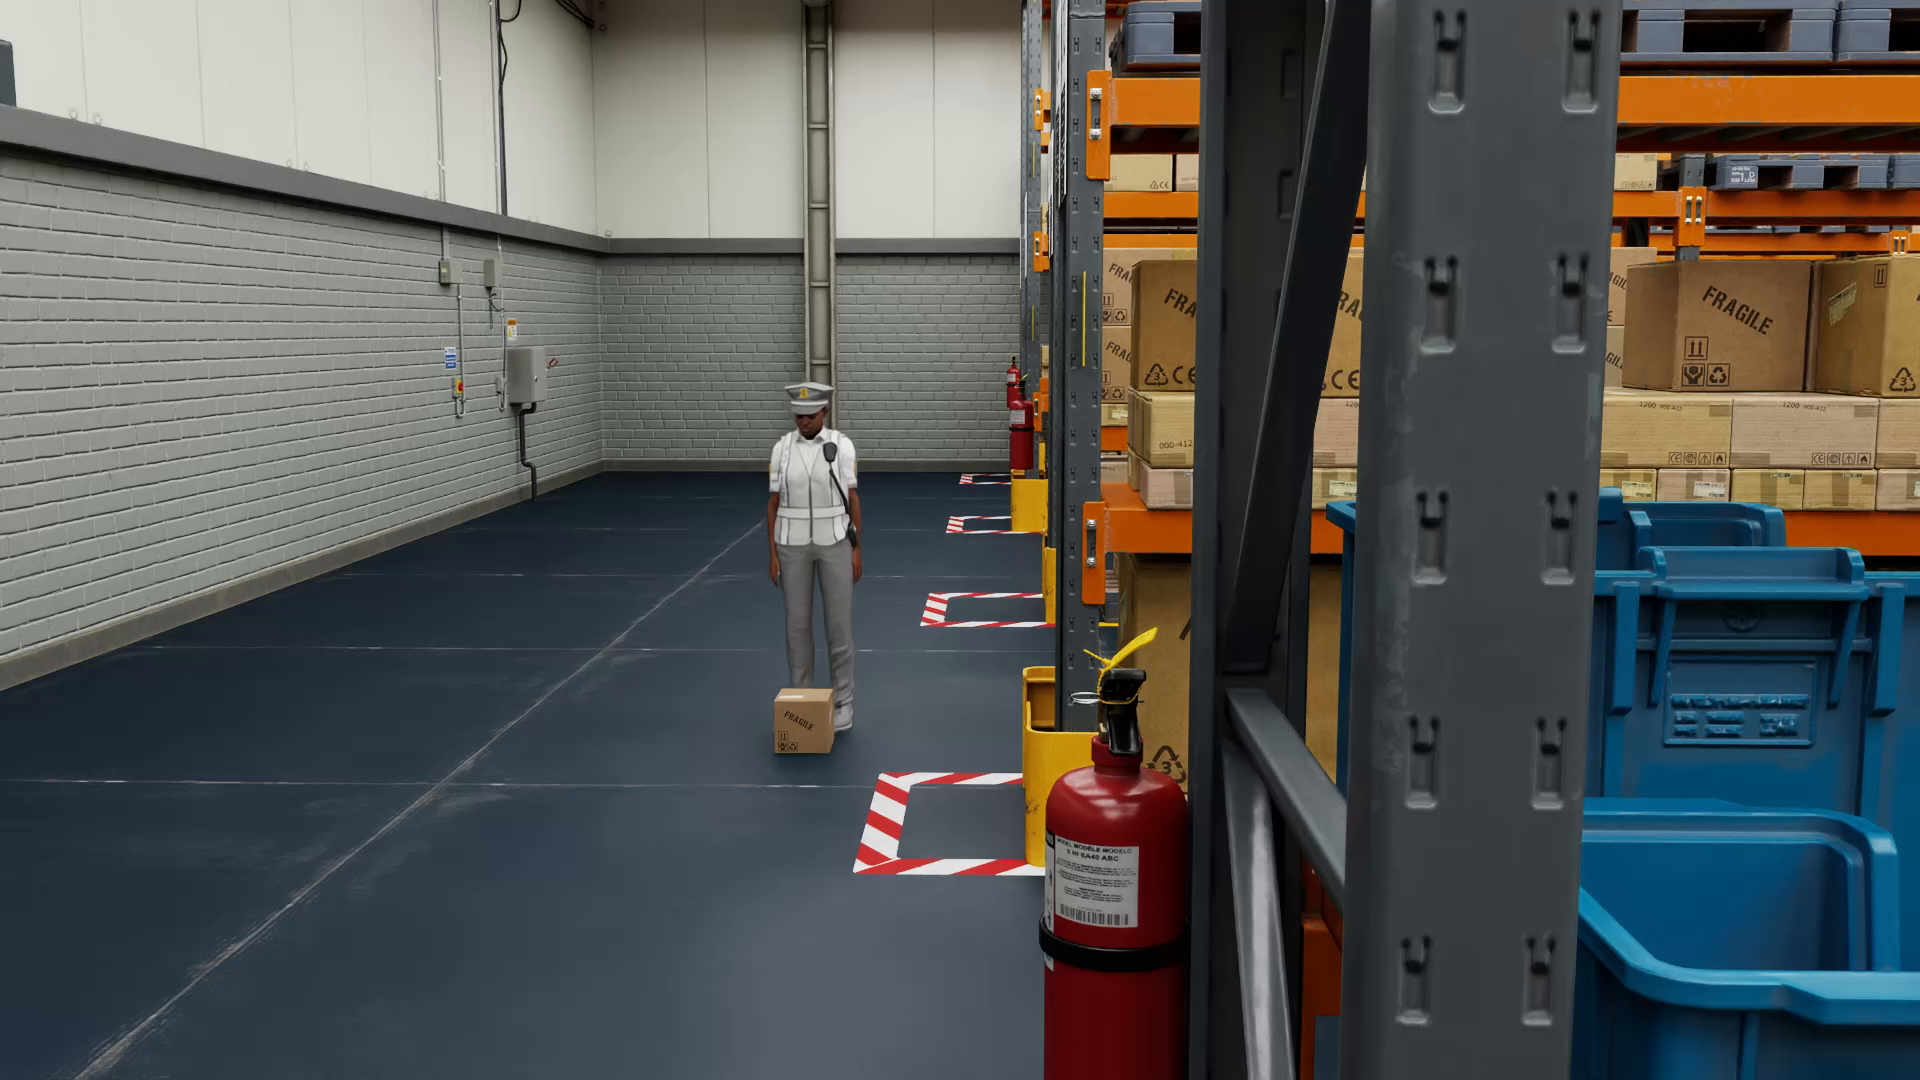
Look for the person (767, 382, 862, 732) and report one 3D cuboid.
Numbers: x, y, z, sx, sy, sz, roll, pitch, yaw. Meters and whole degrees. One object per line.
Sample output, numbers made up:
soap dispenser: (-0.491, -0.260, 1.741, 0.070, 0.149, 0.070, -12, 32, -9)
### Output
person: (-0.715, 0.074, 8.118, 0.469, 1.679, 0.400, 0, 7, 1)
